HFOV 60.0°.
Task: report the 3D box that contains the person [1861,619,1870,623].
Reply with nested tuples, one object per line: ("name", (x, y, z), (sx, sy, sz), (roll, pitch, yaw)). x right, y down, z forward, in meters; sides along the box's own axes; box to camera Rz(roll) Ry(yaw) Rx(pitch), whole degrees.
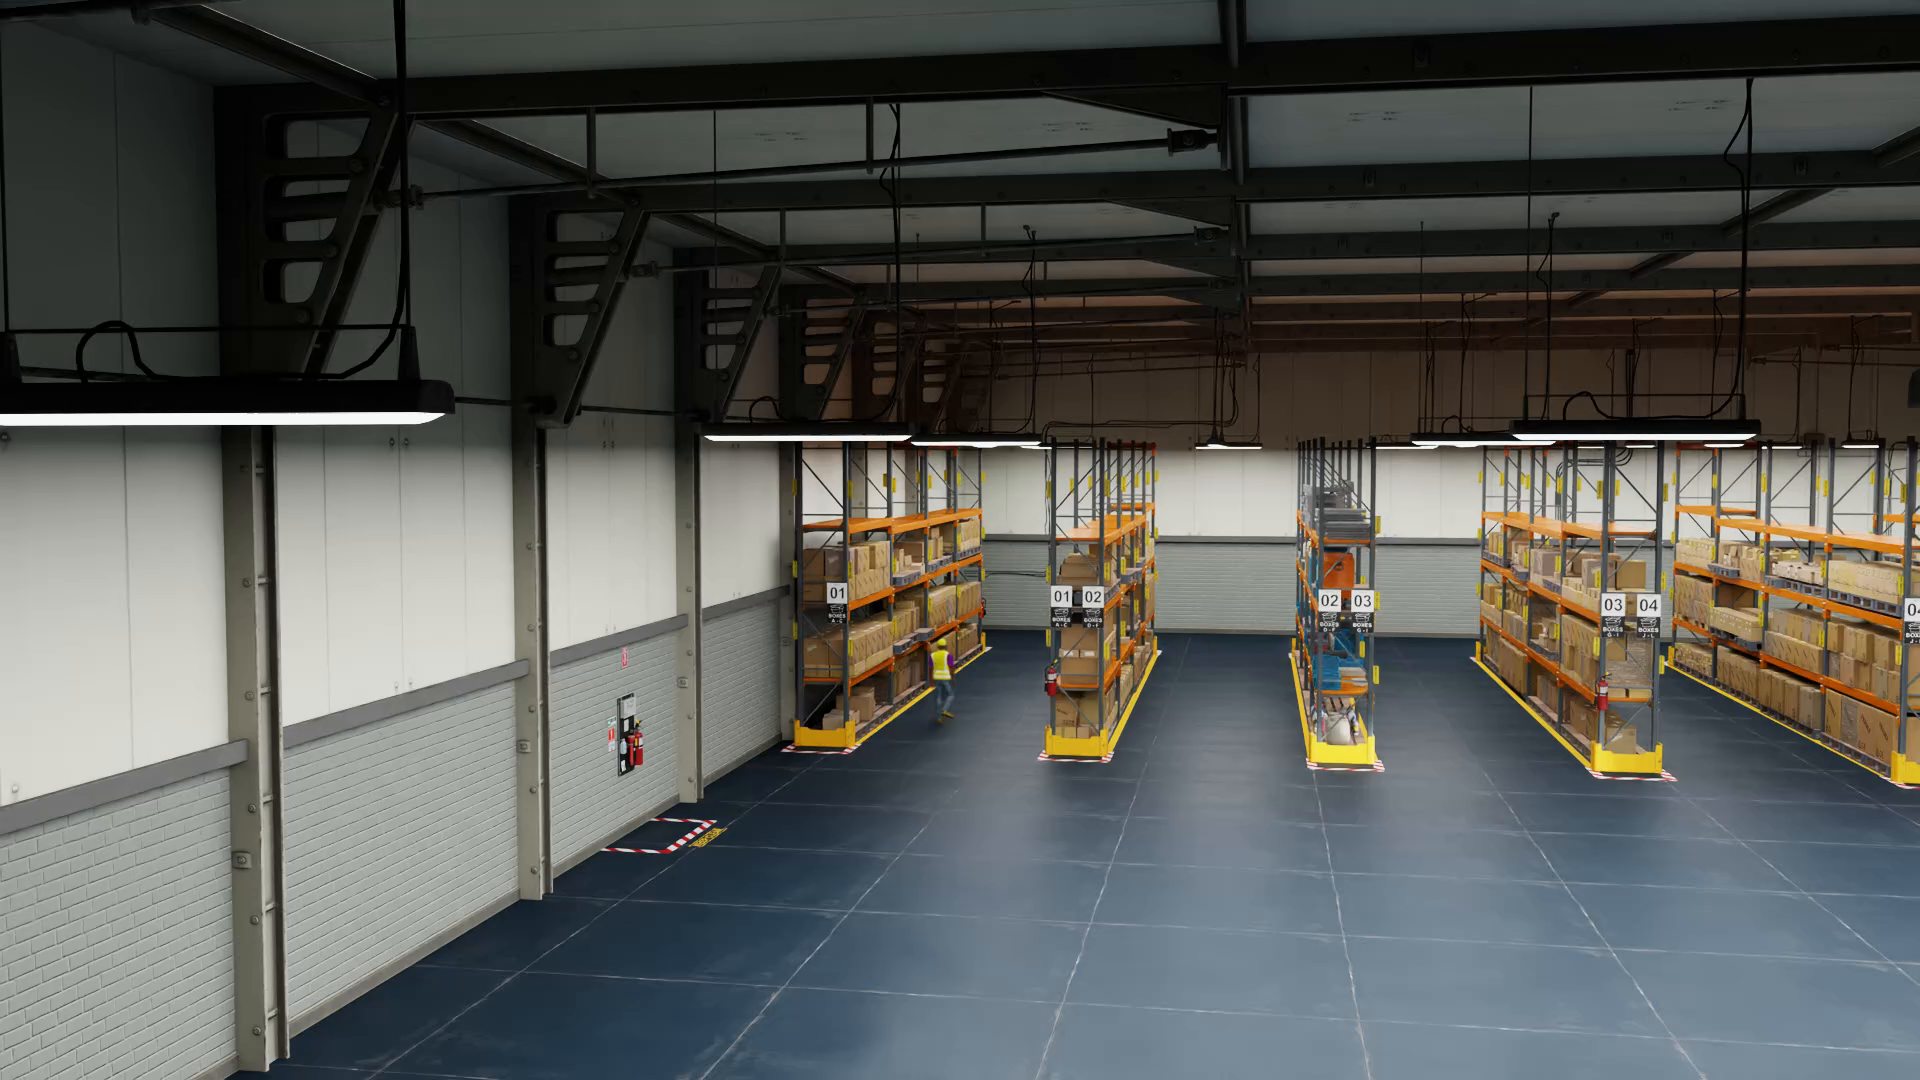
("person", (25.592, 2.403, 46.598), (0.595, 1.737, 0.648), (0, 3, 5))

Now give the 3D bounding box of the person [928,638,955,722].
("person", (-0.386, 2.970, 35.278), (0.610, 1.754, 0.492), (1, 3, 21))
